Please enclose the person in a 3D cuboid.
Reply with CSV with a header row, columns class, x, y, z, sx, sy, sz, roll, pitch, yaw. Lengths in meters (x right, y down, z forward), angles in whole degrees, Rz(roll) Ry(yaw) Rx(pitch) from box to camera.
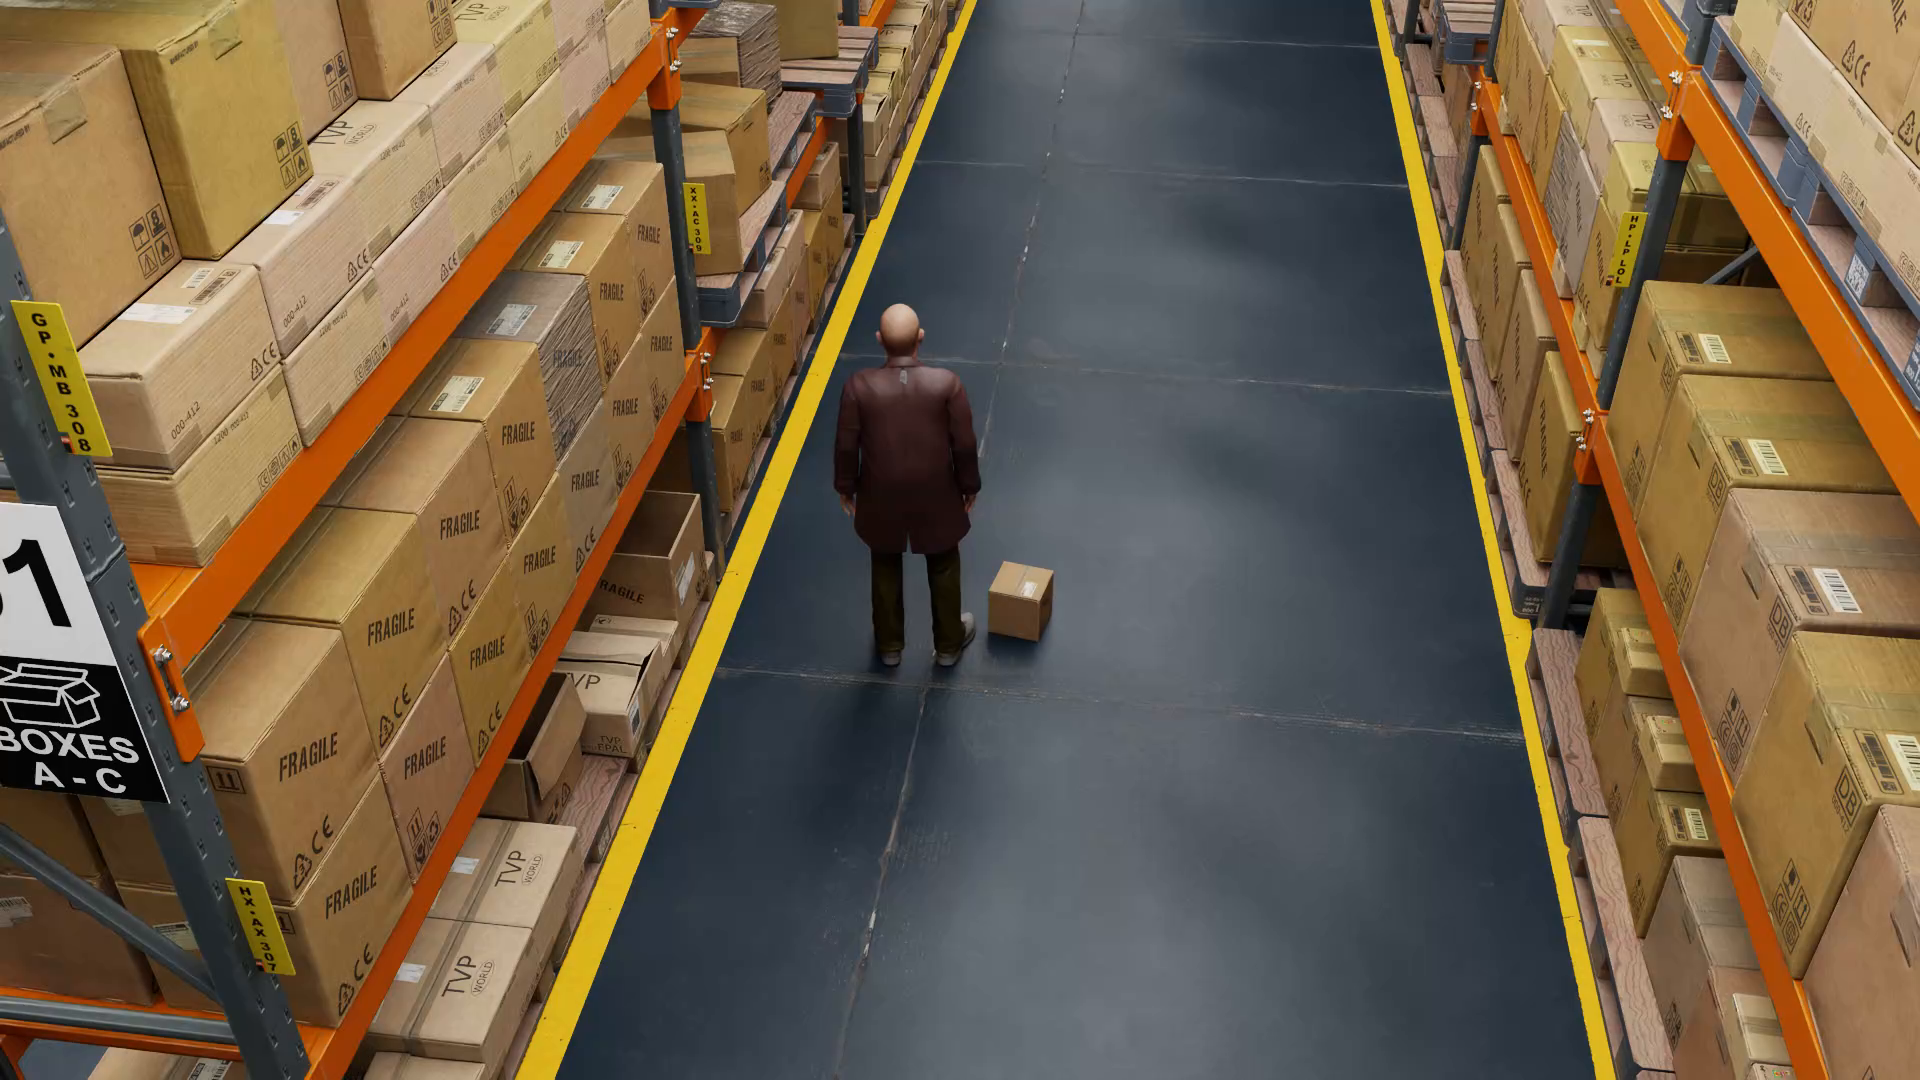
class,x,y,z,sx,sy,sz,roll,pitch,yaw
person,-0.232,-0.218,7.358,0.654,1.775,0.424,1,36,1
